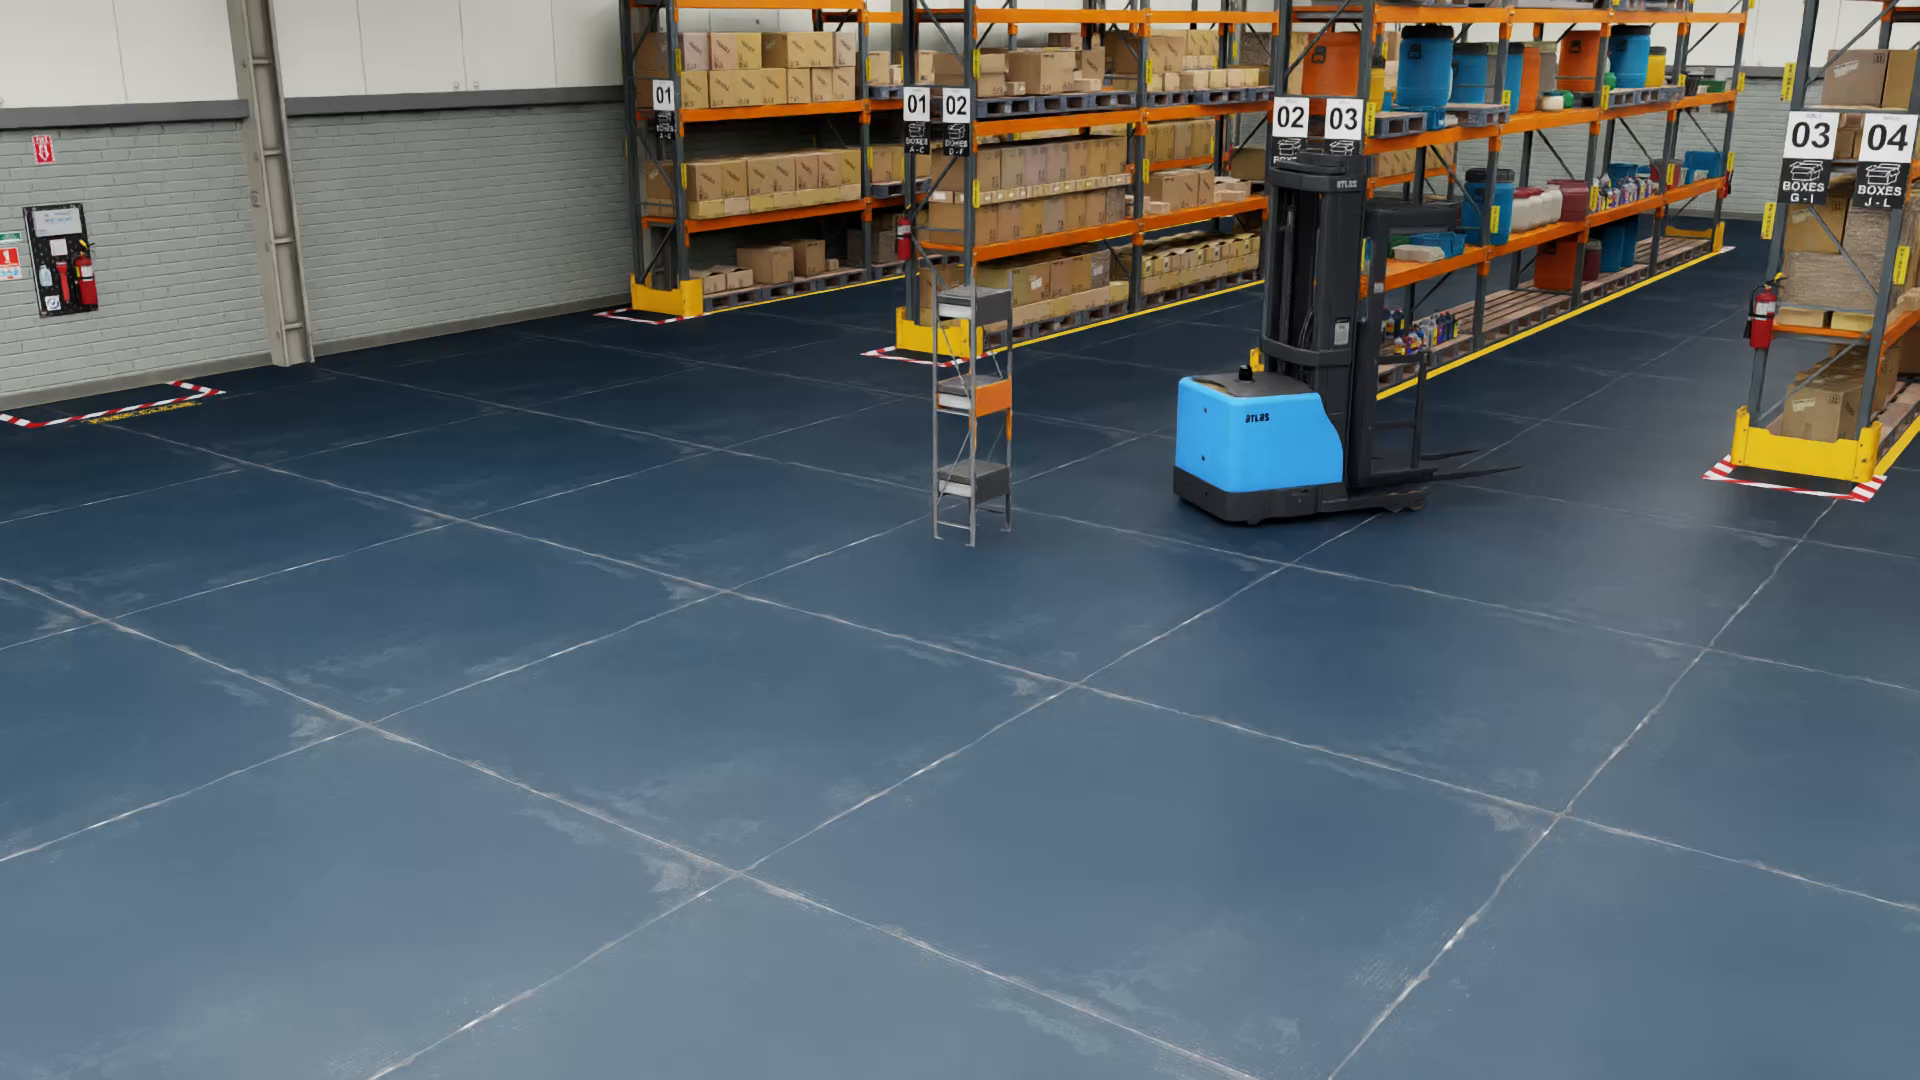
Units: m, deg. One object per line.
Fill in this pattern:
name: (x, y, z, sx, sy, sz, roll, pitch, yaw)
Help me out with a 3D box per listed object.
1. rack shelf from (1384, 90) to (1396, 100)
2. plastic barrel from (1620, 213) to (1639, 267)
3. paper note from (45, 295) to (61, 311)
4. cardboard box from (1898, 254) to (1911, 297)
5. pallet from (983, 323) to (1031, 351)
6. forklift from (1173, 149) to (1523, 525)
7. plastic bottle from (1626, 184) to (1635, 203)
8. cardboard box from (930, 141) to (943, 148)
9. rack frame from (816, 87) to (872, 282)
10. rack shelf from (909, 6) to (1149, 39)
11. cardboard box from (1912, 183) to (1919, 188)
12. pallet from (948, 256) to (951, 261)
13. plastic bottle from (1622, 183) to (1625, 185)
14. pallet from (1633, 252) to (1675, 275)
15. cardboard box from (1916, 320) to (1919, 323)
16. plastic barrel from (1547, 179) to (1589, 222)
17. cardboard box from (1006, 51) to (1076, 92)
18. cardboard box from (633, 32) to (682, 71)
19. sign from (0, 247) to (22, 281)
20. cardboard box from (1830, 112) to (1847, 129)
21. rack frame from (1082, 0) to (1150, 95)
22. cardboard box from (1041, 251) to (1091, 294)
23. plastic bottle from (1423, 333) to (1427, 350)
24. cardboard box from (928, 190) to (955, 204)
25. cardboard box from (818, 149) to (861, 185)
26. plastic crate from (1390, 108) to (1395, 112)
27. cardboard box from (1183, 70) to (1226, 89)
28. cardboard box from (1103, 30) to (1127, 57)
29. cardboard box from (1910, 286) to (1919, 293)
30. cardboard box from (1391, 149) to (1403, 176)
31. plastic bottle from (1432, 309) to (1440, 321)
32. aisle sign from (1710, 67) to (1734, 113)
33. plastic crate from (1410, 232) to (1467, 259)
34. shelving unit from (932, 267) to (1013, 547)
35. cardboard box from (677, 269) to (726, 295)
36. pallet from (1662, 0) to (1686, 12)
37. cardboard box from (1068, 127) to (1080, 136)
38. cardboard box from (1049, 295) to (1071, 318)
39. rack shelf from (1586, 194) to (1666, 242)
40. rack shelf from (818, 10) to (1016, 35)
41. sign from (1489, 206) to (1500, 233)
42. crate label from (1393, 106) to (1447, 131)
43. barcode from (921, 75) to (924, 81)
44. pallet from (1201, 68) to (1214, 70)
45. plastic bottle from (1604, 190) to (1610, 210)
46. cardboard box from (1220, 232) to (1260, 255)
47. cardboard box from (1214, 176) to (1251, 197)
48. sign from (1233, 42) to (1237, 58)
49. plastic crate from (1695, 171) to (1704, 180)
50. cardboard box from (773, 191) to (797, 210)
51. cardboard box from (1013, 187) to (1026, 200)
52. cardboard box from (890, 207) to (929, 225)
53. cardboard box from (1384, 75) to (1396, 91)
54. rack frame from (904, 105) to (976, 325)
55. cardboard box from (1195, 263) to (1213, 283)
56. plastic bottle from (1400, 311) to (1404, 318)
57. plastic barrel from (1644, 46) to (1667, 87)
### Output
rack shelf: (8.092, -8.238, 30.868, 1.077, 0.370, 4.000, 12, 21, 35)
plastic barrel: (10.538, -4.868, 26.692, 0.600, 0.901, 0.708, 12, 21, 35)
paper note: (-9.747, -2.547, 17.872, 0.016, 0.148, 0.142, 12, 21, 35)
cardboard box: (8.588, -2.630, 15.986, 0.875, 0.500, 0.500, 12, 21, 35)
pallet: (0.172, -2.672, 21.492, 1.003, 0.211, 1.213, 12, 21, 35)
forklift: (3.405, -1.773, 14.012, 3.031, 2.935, 1.130, -6, 18, -19)
plastic bottle: (10.302, -5.347, 25.613, 0.152, 0.276, 0.135, 12, 21, 35)
cardboard box: (-0.460, -6.438, 28.006, 0.700, 0.500, 0.500, 12, 21, 35)
rack frame: (-1.847, -5.641, 26.352, 1.000, 3.000, 0.127, 12, 21, 35)
rack shelf: (0.942, -6.621, 21.279, 1.077, 0.370, 4.000, 12, 21, 35)
cardboard box: (9.144, -3.170, 16.039, 0.500, 0.500, 0.500, 12, 21, 35)
pallet: (0.069, -5.077, 29.235, 1.003, 0.211, 1.213, 12, 21, 35)
plastic bottle: (10.271, -5.394, 25.773, 0.097, 0.271, 0.097, 0, 17, 0)
pallet: (11.283, -4.646, 27.850, 1.003, 0.211, 1.213, 12, 21, 35)
cardboard box: (10.769, -2.285, 19.016, 0.700, 0.500, 0.500, 12, 21, 34)
plastic barrel: (8.459, -4.744, 23.234, 0.600, 0.536, 0.708, 12, 21, 35)
cardboard box: (1.051, -6.146, 21.802, 0.797, 0.503, 0.637, 15, 23, 41)
cardboard box: (-4.184, -6.805, 23.153, 0.500, 0.500, 0.500, 14, 22, 37)
sign: (-9.998, -2.901, 17.467, 0.001, 0.329, 0.234, 12, 21, 35)
cardboard box: (7.618, -3.735, 14.737, 0.380, 0.149, 0.250, 12, 21, 35)
rack frame: (2.133, -7.632, 22.647, 1.000, 3.000, 0.127, 12, 21, 35)
cardboard box: (1.430, -3.627, 22.528, 0.500, 0.500, 0.500, 12, 21, 35)
plastic bottle: (5.502, -2.367, 19.783, 0.097, 0.201, 0.097, 0, 17, 0)
cardboard box: (-0.175, -4.296, 20.759, 0.380, 0.149, 0.250, 12, 21, 34)
cardboard box: (-1.881, -5.770, 25.722, 0.500, 0.500, 0.500, 12, 21, 35)
plastic crate: (4.950, -4.894, 19.246, 0.336, 0.188, 0.450, 12, 21, 35)
cardboard box: (3.644, -6.901, 24.895, 0.500, 0.250, 0.500, 12, 21, 34)
cardboard box: (3.148, -9.722, 32.546, 0.500, 0.500, 0.500, 12, 21, 34)
cardboard box: (9.289, -2.438, 16.459, 0.380, 0.149, 0.250, 12, 21, 35)
cardboard box: (7.725, -6.916, 30.288, 0.500, 0.500, 0.500, 13, 21, 36)
plastic bottle: (5.841, -2.657, 20.466, 0.144, 0.351, 0.185, 12, 21, 35)
aisle sign: (13.537, -7.956, 29.421, 0.394, 0.787, 0.004, 12, 21, 35)
plastic crate: (5.668, -3.508, 19.733, 0.499, 0.251, 0.616, 12, 21, 35)
shelving unit: (0.099, -1.042, 13.059, 0.431, 2.100, 0.503, 12, 21, 35)
cardboard box: (-3.746, -3.764, 24.097, 0.500, 0.311, 0.500, 10, 20, 29)
pallet: (10.408, -8.177, 25.396, 1.003, 0.211, 1.213, 12, 21, 35)
cardboard box: (1.927, -7.585, 30.642, 0.500, 0.250, 0.500, 12, 21, 34)
cardboard box: (1.143, -3.147, 22.248, 0.500, 0.250, 0.500, 12, 21, 35)
rack shelf: (9.684, -4.976, 25.423, 1.077, 0.370, 4.000, 12, 21, 35)
rack shelf: (-0.656, -8.448, 27.162, 1.077, 0.370, 4.000, 12, 21, 35)
sign: (6.544, -3.923, 20.352, 0.100, 0.325, 0.005, 12, 21, 35)
crate label: (5.107, -4.687, 18.472, 0.502, 0.251, 0.408, 12, 21, 35)
barcode: (-0.458, -5.681, 20.443, 0.001, 0.075, 0.075, 12, 21, 35)
pallet: (4.869, -9.711, 34.549, 1.003, 0.211, 1.213, 12, 21, 35)
plastic bottle: (9.540, -5.023, 24.557, 0.061, 0.283, 0.133, 12, 21, 35)
cardboard box: (4.402, -4.707, 26.325, 0.500, 0.311, 0.500, 13, 22, 36)
cardboard box: (4.265, -5.598, 26.363, 0.500, 0.311, 0.500, 14, 22, 38)
sign: (5.730, -10.218, 34.672, 0.100, 0.325, 0.005, 12, 21, 35)
plastic crate: (12.734, -6.359, 29.006, 0.396, 0.136, 0.243, 12, 21, 35)
cardboard box: (-2.776, -5.053, 24.677, 0.500, 0.250, 0.500, 13, 21, 35)
cardboard box: (0.614, -4.409, 21.123, 0.380, 0.149, 0.250, 12, 21, 34)
cardboard box: (-0.855, -5.424, 27.861, 0.500, 0.250, 0.500, 12, 21, 33)
cardboard box: (7.389, -8.105, 29.482, 0.500, 0.250, 0.500, 12, 21, 35)
rack frame: (-0.250, -3.814, 20.468, 1.000, 3.000, 0.127, 12, 21, 35)
cardboard box: (3.489, -4.073, 25.230, 0.500, 0.250, 0.500, 13, 21, 36)
plastic bottle: (5.483, -2.705, 20.734, 0.061, 0.283, 0.133, 12, 21, 35)
plastic barrel: (10.495, -7.266, 25.500, 0.600, 0.588, 0.600, 0, 17, 0)
